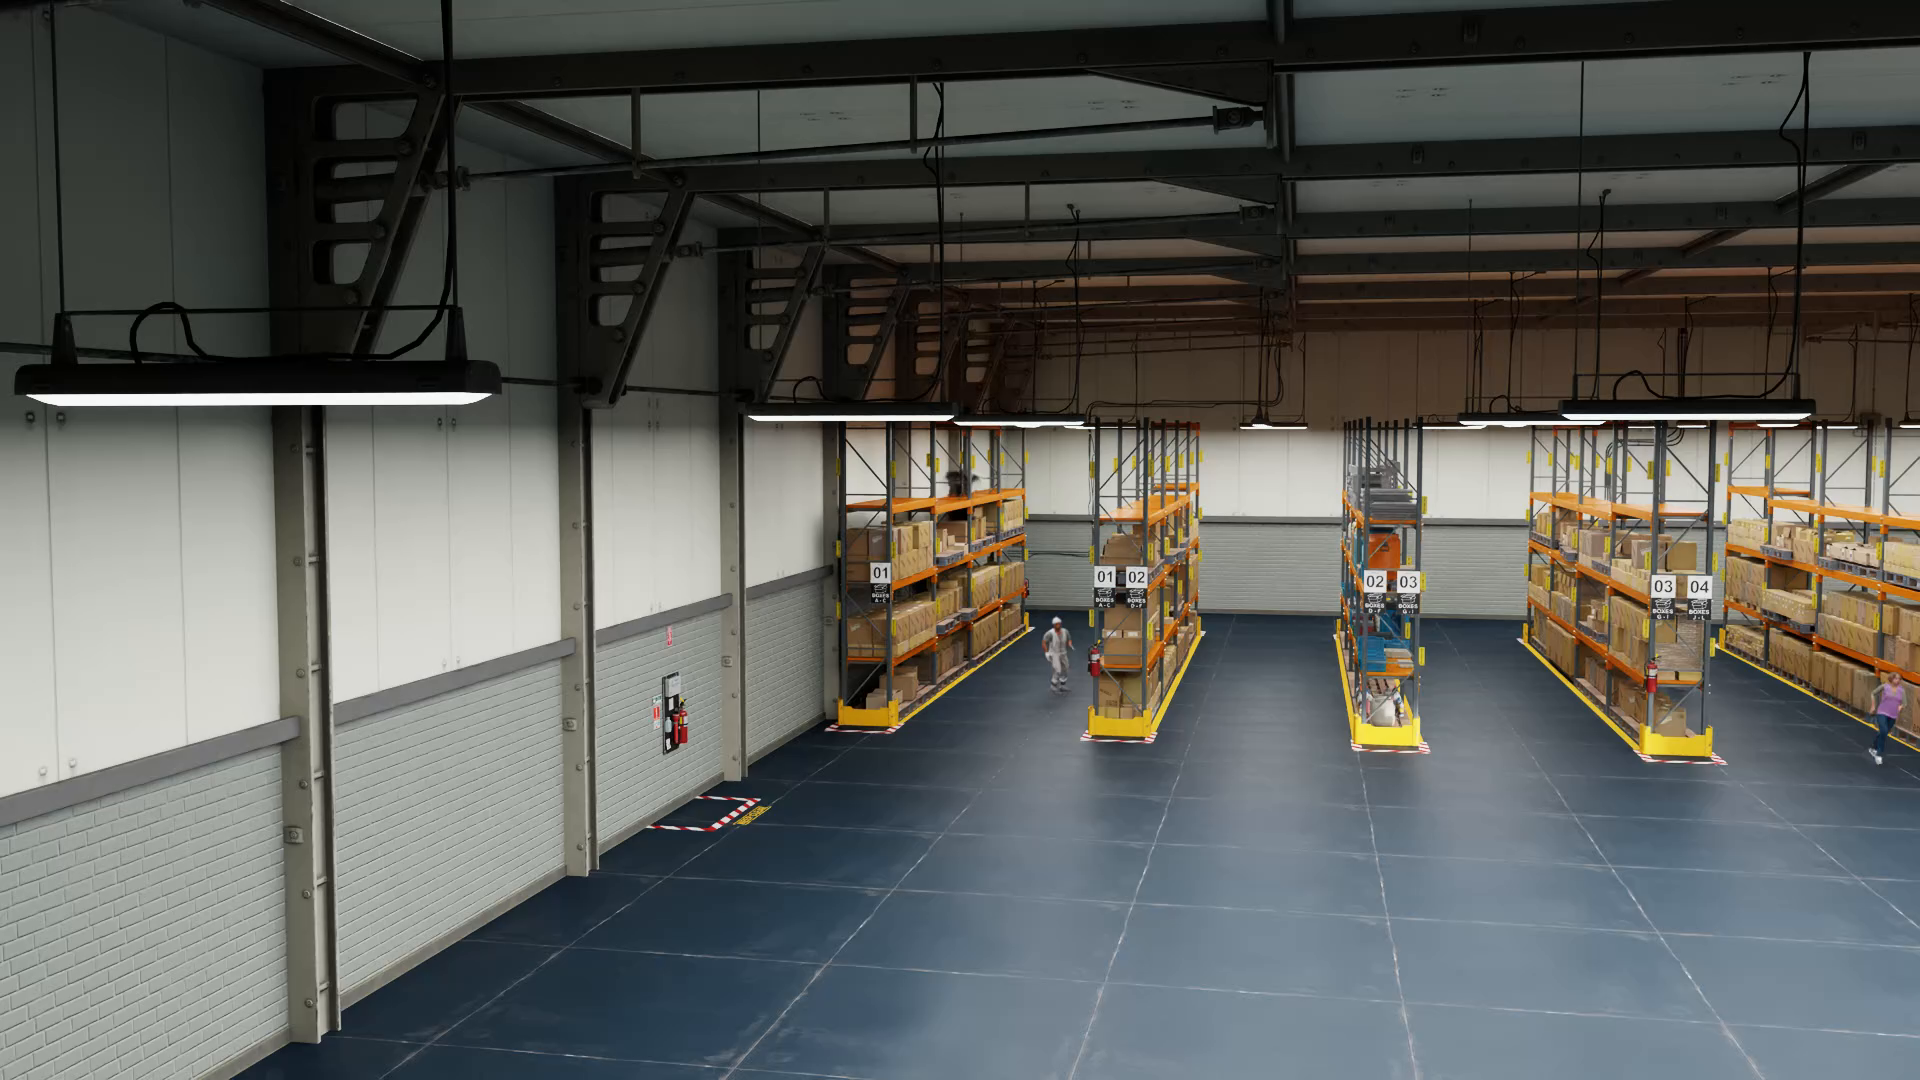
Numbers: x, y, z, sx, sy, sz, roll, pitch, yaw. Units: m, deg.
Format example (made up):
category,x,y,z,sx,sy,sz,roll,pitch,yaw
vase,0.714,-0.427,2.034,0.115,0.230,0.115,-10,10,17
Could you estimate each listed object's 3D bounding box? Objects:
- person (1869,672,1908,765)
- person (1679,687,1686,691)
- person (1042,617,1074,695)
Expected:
category,x,y,z,sx,sy,sz,roll,pitch,yaw
person,16.029,3.053,28.763,0.586,1.554,0.814,0,4,6
person,16.017,2.517,36.894,0.632,1.619,0.648,1,4,14
person,2.179,2.525,36.358,0.701,1.710,0.732,-2,4,-28
